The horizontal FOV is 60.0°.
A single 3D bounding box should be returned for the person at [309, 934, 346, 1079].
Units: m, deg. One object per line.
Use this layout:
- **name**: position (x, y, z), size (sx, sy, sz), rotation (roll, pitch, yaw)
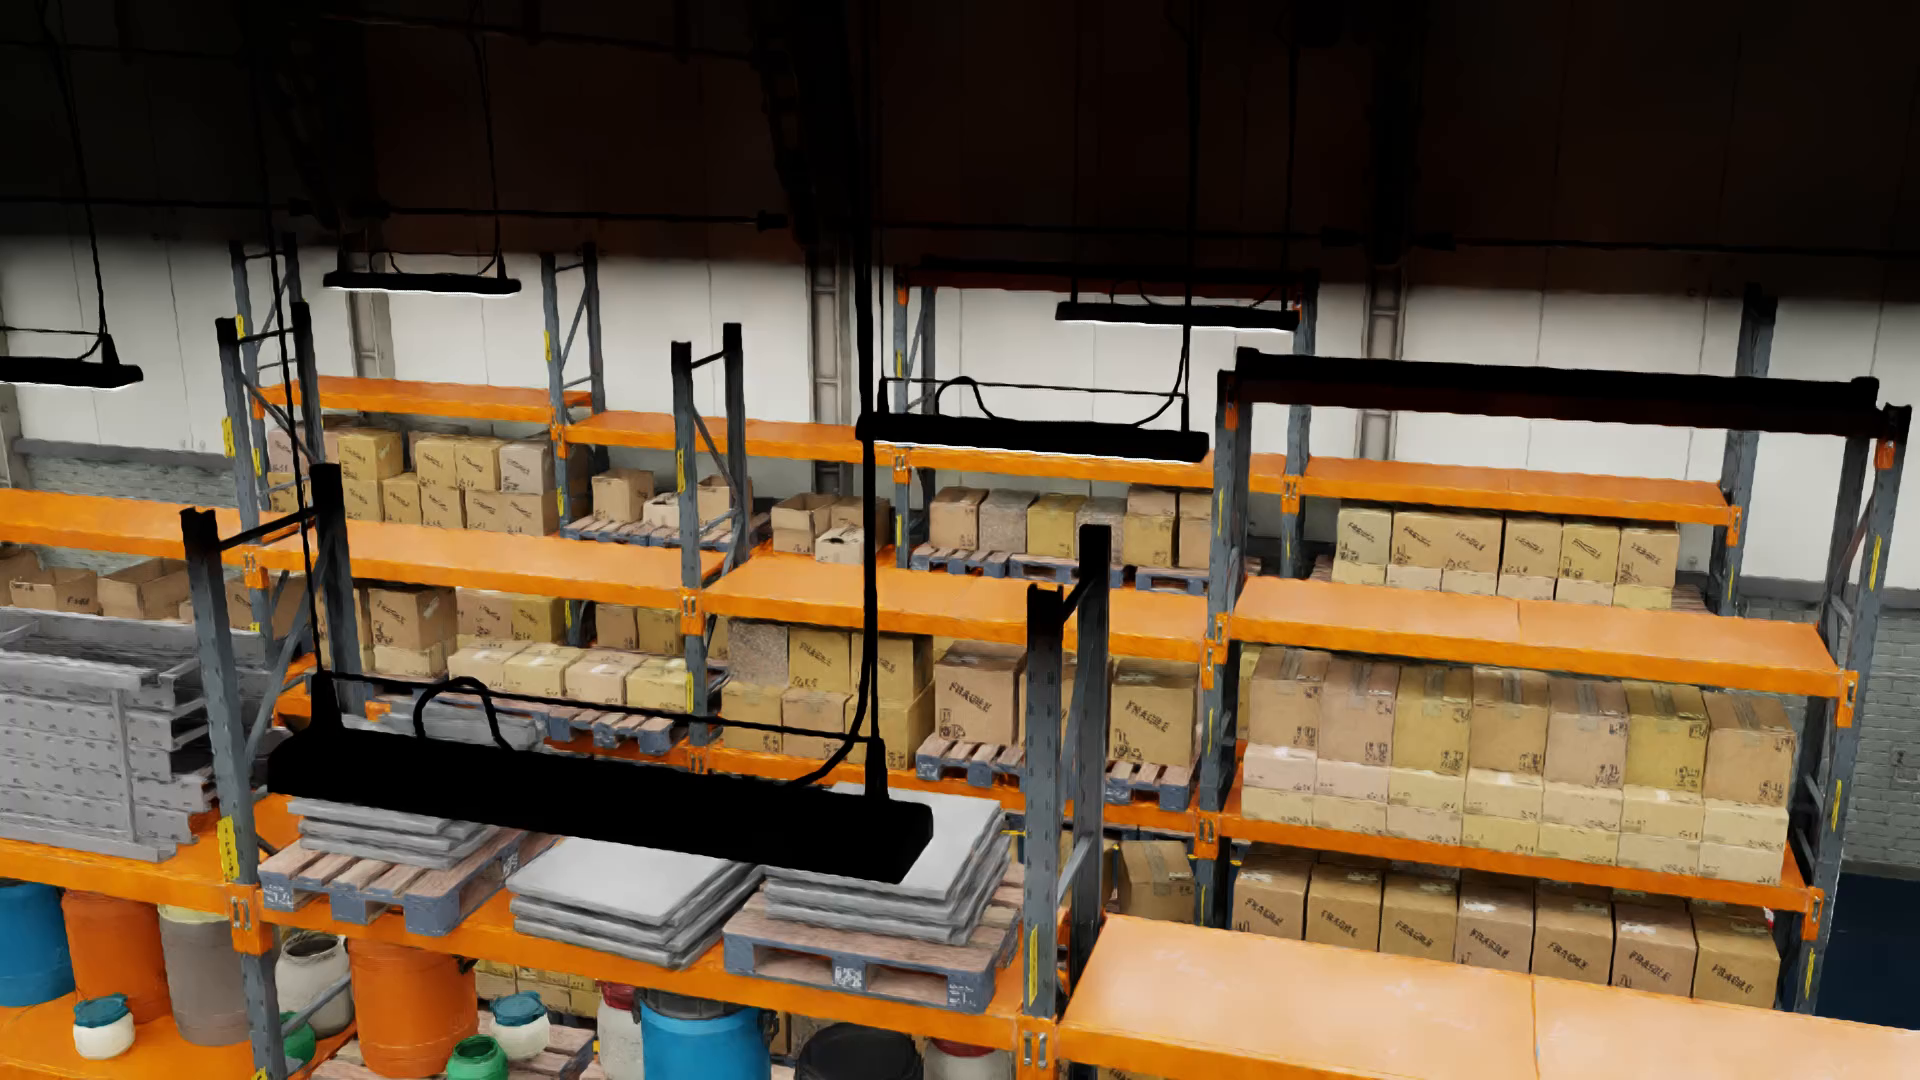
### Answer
- **person**: position (-4.970, 3.575, 13.223), size (1.193, 1.698, 0.598), rotation (6, 17, 18)
